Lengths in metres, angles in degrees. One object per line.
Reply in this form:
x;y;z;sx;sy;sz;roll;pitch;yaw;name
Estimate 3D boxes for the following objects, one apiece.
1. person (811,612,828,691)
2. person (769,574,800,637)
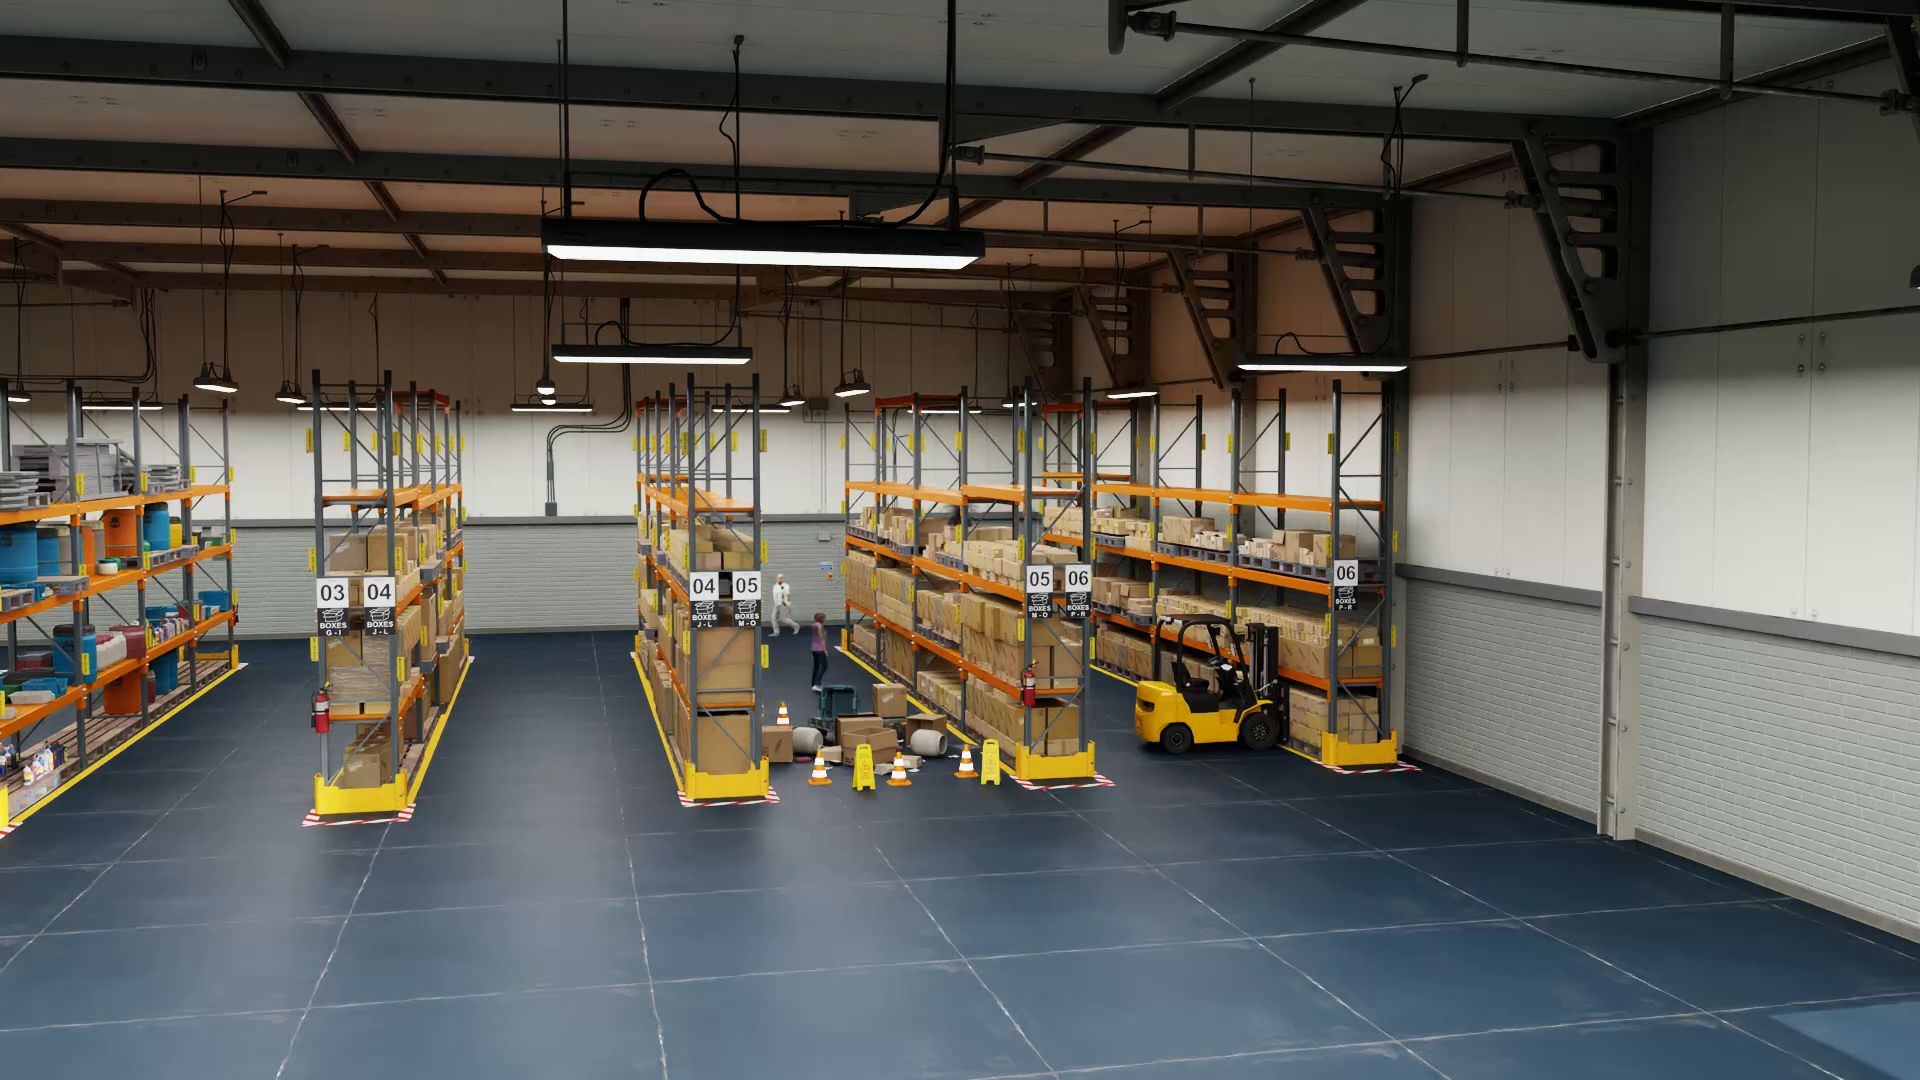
-2.849;2.255;33.566;0.340;1.608;0.456;-1;4;-22;person
-4.584;1.685;43.129;0.776;1.625;0.517;-2;4;-31;person
